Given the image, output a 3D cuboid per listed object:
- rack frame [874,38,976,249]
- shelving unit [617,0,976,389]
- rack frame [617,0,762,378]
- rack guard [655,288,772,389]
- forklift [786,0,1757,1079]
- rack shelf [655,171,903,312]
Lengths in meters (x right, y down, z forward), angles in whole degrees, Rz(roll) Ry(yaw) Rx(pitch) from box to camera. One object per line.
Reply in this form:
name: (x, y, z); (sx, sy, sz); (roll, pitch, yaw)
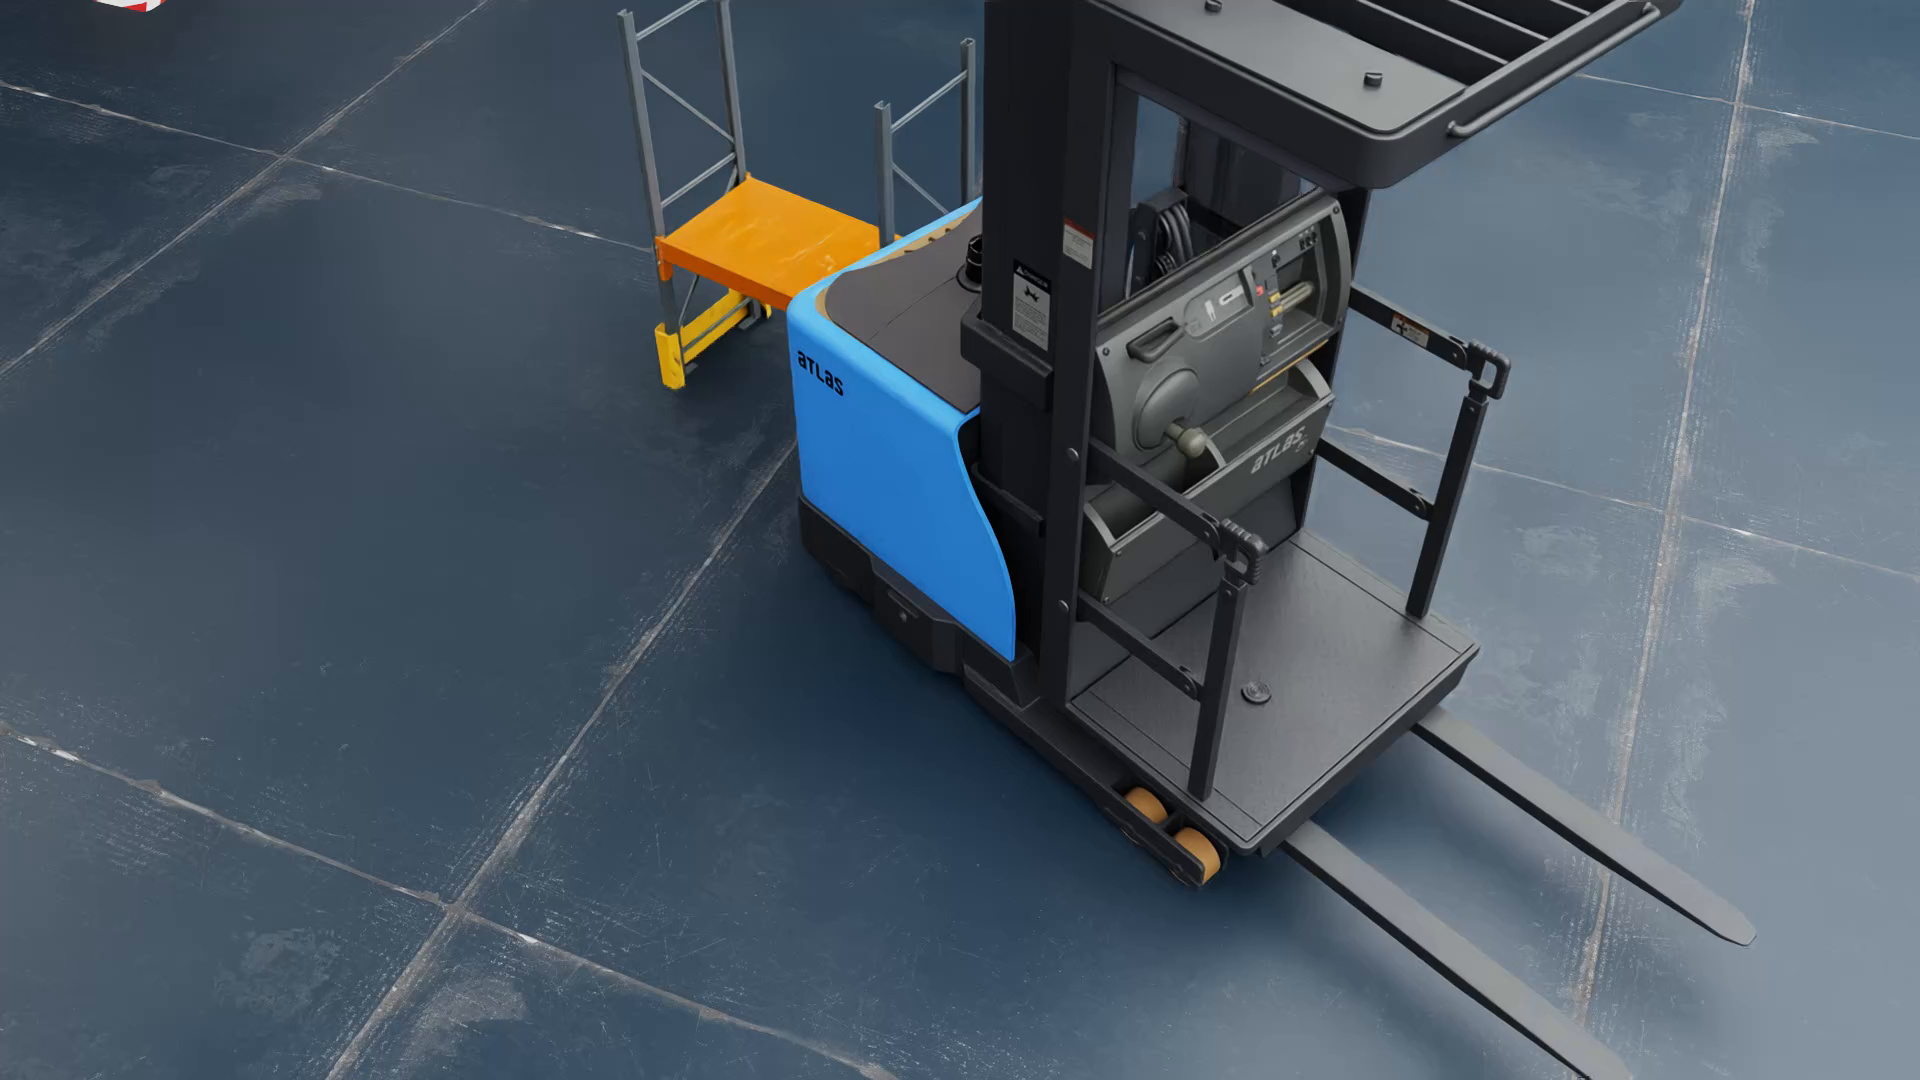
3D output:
rack frame: (-0.103, -0.888, 5.580); (0.032, 1.500, 0.500); (25, 50, 23)
shelving unit: (-0.532, -1.092, 5.784); (1.083, 1.500, 0.587); (25, 50, 23)
rack frame: (-0.946, -1.289, 5.982); (0.032, 1.500, 0.500); (25, 50, 23)
rack guard: (-0.945, -0.846, 6.423); (0.087, 0.250, 0.587); (25, 50, 23)
forklift: (0.834, -0.465, 4.140); (1.130, 2.935, 3.031); (-33, 54, -29)
rack shelf: (-0.524, -0.961, 5.908); (1.000, 0.185, 0.538); (25, 50, 23)
